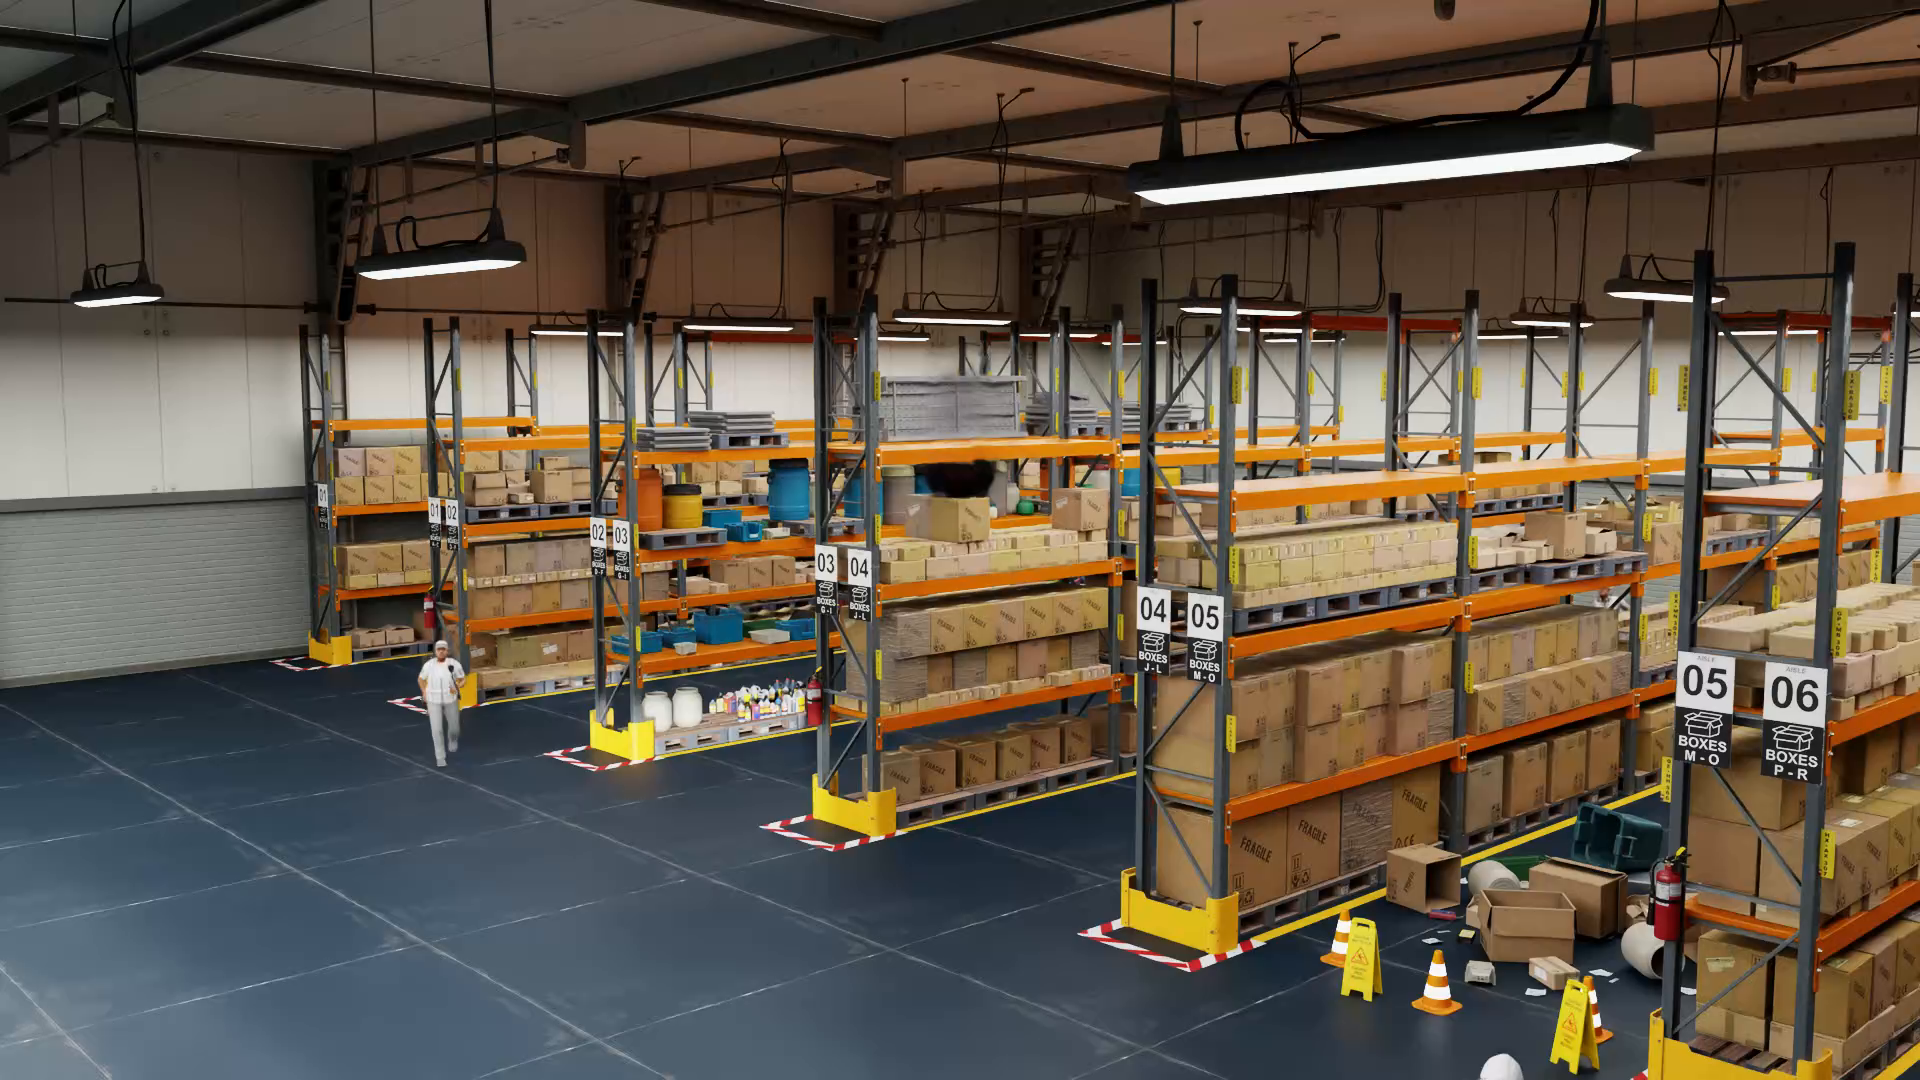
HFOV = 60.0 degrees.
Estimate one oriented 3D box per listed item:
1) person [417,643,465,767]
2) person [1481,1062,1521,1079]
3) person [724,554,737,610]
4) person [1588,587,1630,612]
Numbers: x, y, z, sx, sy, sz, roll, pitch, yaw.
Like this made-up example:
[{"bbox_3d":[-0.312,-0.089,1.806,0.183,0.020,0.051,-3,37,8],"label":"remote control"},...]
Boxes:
[{"bbox_3d":[-6.828,2.150,21.916,0.608,1.617,0.599,-2,6,-17],"label":"person"},{"bbox_3d":[2.839,3.460,8.699,0.677,1.713,0.877,2,6,19],"label":"person"},{"bbox_3d":[-4.573,1.004,32.986,0.587,1.658,0.619,4,7,32],"label":"person"},{"bbox_3d":[10.783,1.523,27.642,0.711,1.751,0.638,5,8,42],"label":"person"}]
